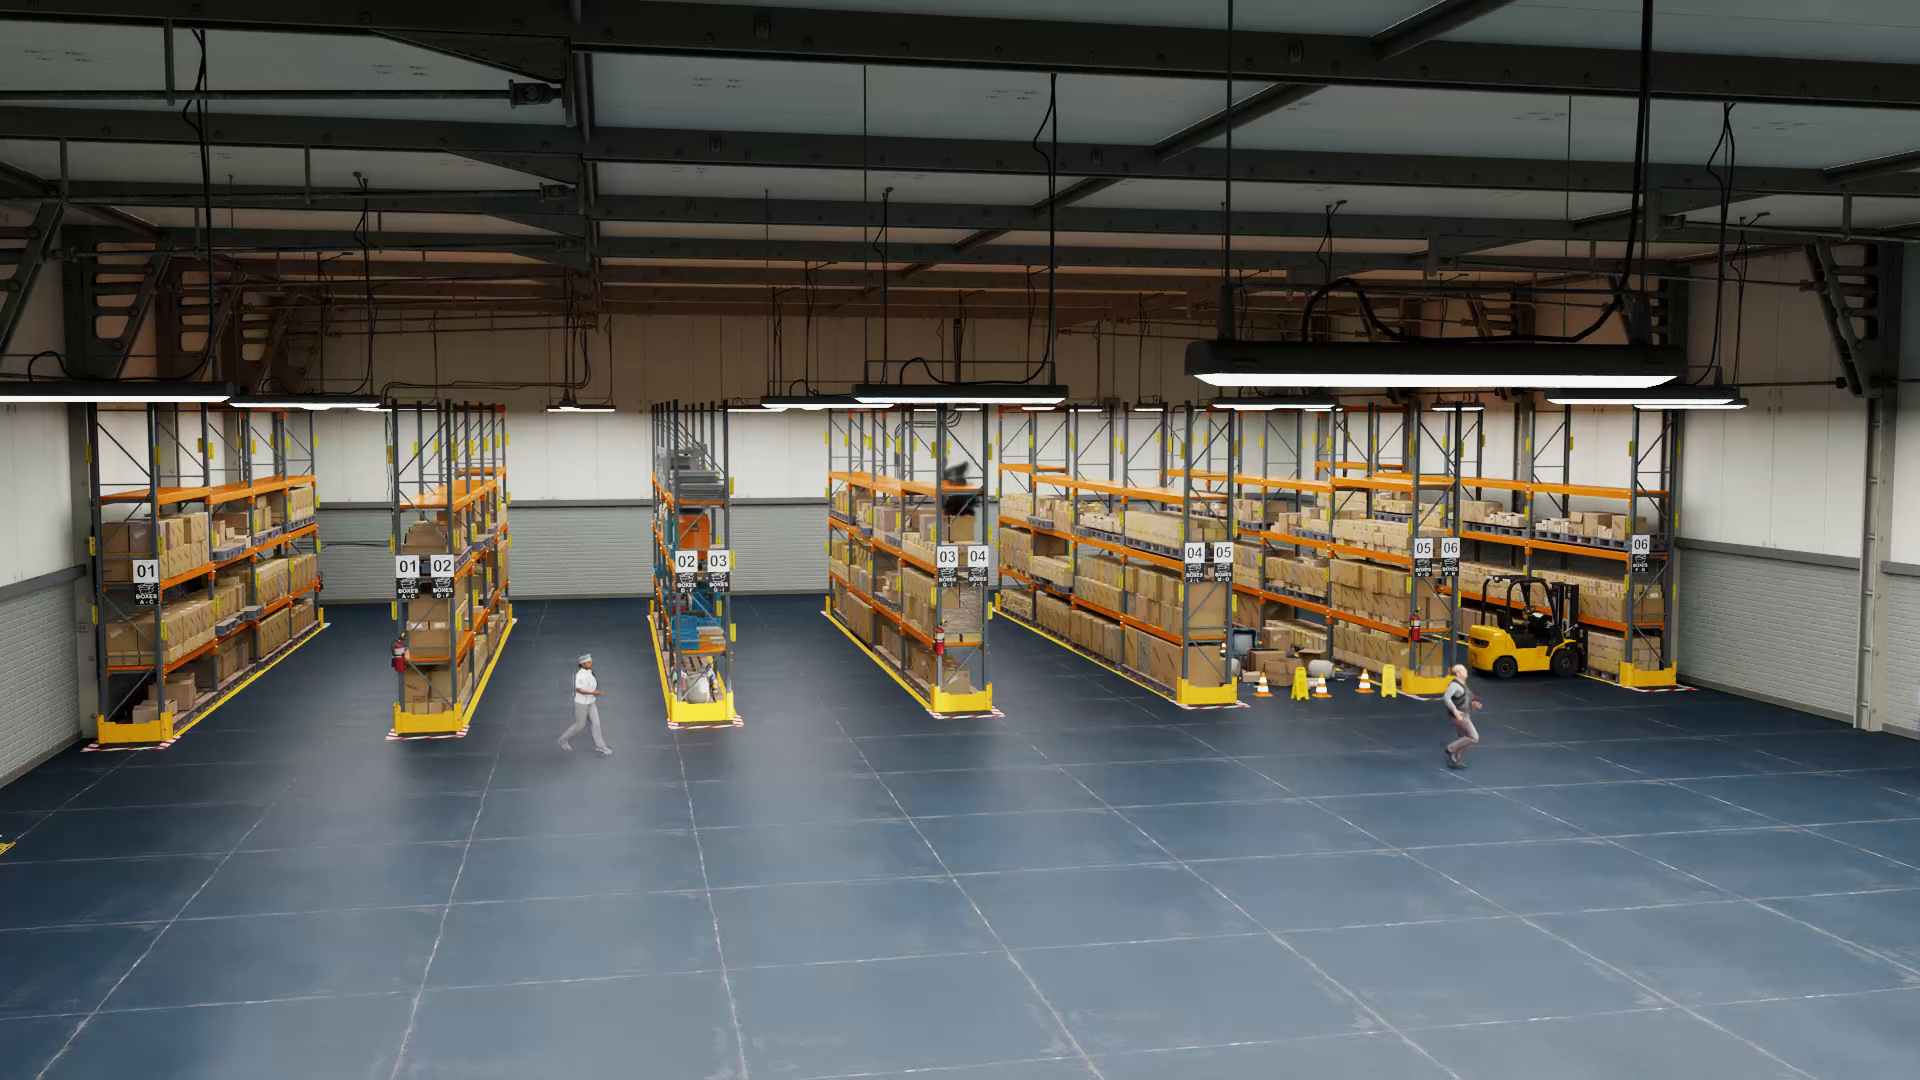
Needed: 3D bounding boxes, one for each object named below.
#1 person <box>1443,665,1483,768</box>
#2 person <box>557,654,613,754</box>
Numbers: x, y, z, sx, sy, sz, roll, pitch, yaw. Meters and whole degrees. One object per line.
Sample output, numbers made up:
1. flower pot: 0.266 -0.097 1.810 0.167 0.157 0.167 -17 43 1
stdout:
1. person: 8.141 2.855 26.888 0.572 1.676 0.658 2 5 24
2. person: -6.310 2.755 27.923 0.938 1.703 0.596 1 4 10
